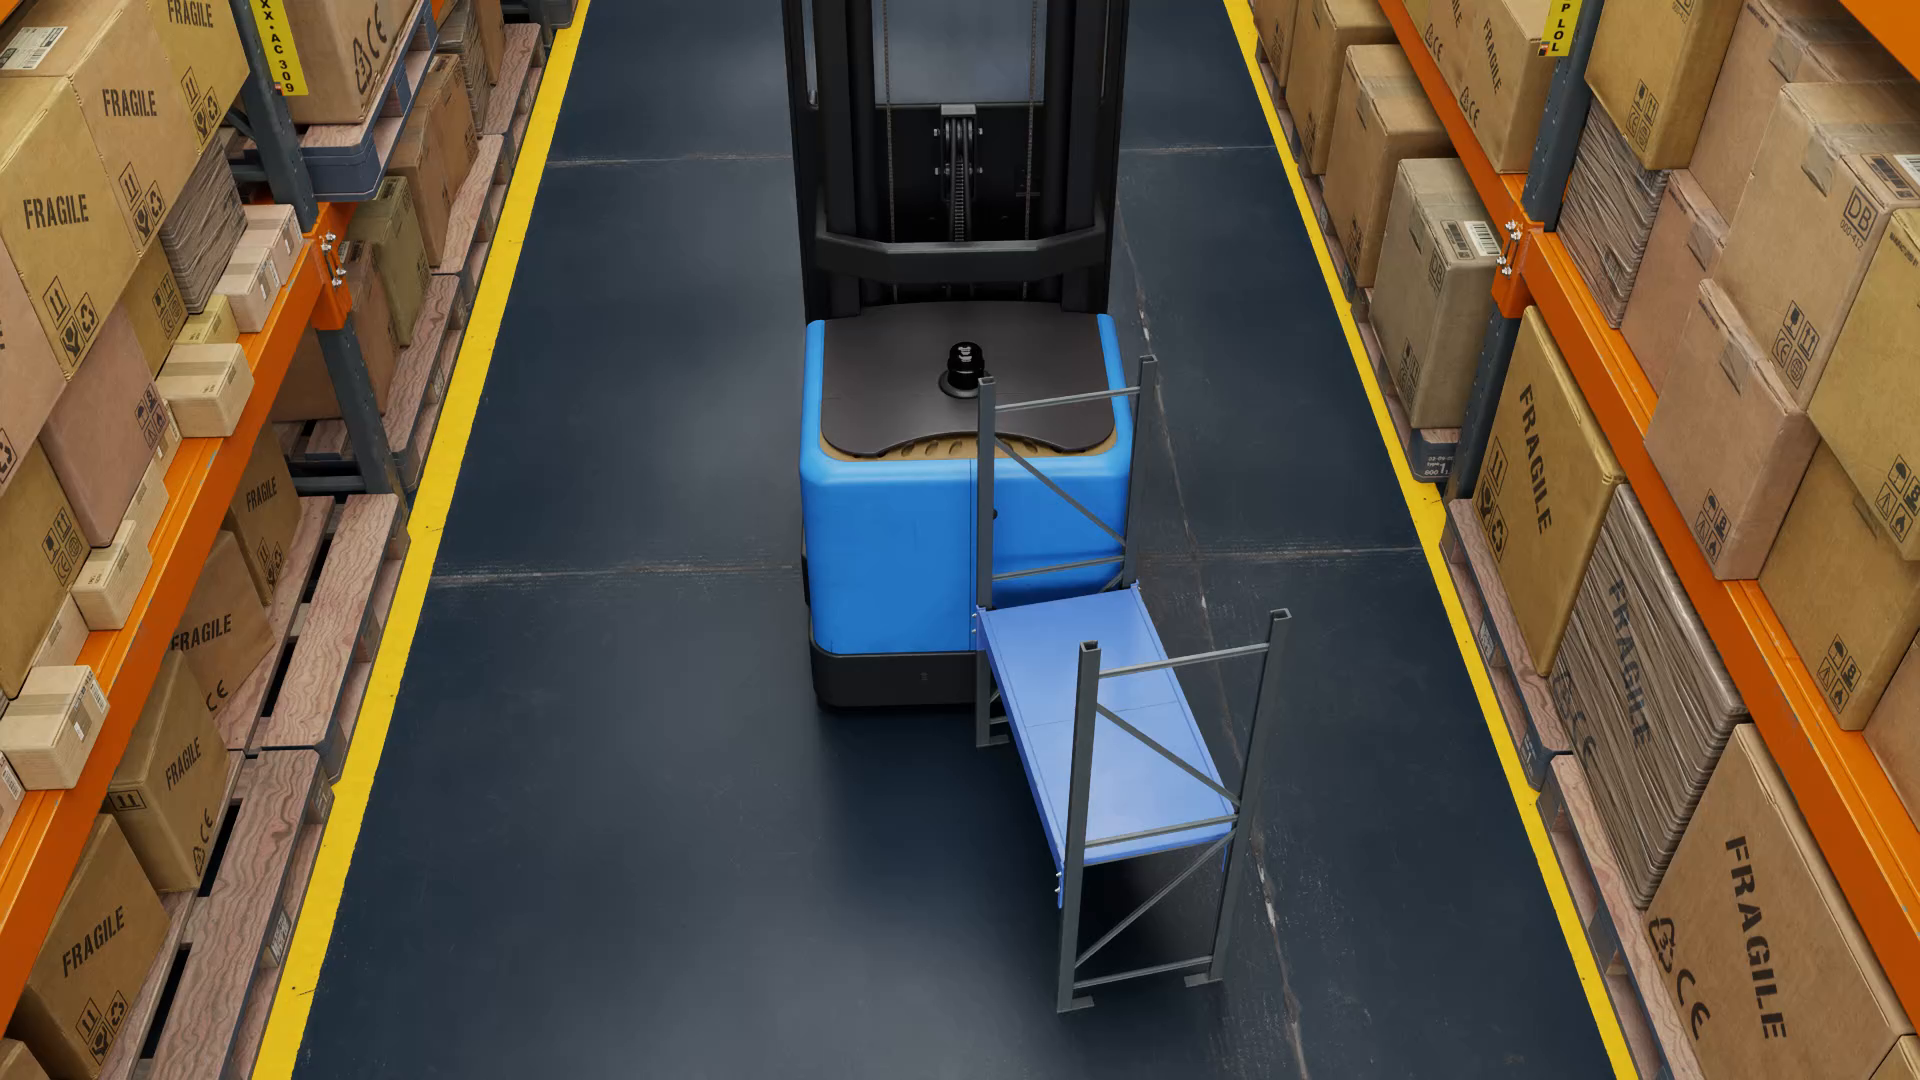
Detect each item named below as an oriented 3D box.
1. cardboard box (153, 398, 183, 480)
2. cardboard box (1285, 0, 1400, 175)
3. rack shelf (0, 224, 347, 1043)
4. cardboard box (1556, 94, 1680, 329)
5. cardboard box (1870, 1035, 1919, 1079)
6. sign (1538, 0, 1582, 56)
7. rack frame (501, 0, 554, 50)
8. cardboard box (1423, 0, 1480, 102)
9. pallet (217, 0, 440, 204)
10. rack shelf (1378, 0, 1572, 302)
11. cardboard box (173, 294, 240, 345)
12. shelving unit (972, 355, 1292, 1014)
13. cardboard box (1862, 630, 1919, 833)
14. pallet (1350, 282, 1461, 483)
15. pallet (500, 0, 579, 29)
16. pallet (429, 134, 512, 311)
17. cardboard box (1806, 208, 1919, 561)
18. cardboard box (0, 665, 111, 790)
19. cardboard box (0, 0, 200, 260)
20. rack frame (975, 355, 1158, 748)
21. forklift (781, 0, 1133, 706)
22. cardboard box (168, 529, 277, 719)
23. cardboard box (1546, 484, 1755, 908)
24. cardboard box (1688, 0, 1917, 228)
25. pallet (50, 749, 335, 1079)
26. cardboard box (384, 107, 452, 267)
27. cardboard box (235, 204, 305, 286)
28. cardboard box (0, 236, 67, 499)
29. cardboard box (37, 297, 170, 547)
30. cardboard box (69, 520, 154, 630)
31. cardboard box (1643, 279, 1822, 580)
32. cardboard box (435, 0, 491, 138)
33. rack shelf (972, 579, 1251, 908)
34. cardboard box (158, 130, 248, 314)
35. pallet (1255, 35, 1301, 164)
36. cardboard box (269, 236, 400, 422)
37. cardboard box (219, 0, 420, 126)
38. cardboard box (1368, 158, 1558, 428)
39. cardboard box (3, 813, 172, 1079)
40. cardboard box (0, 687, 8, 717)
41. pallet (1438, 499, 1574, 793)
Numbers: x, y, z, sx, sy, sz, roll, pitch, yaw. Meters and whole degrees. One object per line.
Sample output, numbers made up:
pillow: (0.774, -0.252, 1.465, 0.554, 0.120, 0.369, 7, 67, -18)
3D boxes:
cardboard box: (-2.345, -0.246, 4.484, 0.380, 0.149, 0.250, -2, 43, -2)
cardboard box: (2.166, -2.249, 7.838, 1.050, 0.750, 0.750, -1, 43, -1)
rack shelf: (-2.516, 0.463, 4.058, 1.077, 0.370, 4.000, -2, 43, -2)
cardboard box: (2.387, -1.033, 5.046, 0.875, 0.550, 0.550, -2, 43, -2)
cardboard box: (2.434, 1.646, 3.496, 0.875, 0.875, 0.875, -1, 43, -2)
sign: (1.817, -1.602, 4.980, 0.100, 0.325, 0.005, -2, 43, -2)
rack frame: (-2.771, -3.853, 8.234, 1.000, 3.000, 0.127, -2, 43, -2)
cardboard box: (2.048, -1.949, 6.083, 0.500, 0.500, 0.500, -2, 43, -2)
pallet: (-2.488, -1.602, 5.920, 1.003, 0.211, 1.213, -2, 43, -2)
rack shelf: (2.274, -2.312, 7.084, 1.077, 0.370, 4.000, -2, 43, -2)
cardboard box: (-2.346, -0.584, 4.853, 0.380, 0.149, 0.250, -2, 43, -2)
shelving unit: (0.407, 0.423, 4.679, 0.538, 1.500, 1.048, -9, 43, -9)
cardboard box: (2.524, 0.417, 3.464, 0.875, 0.550, 0.550, -2, 43, -2)
pallet: (2.251, -0.717, 6.877, 1.003, 0.211, 1.213, -2, 43, -2)
pallet: (-2.729, -3.359, 9.759, 1.003, 0.211, 1.213, -2, 43, -2)
pallet: (-2.690, -1.476, 7.704, 1.003, 0.211, 1.213, -2, 43, -2)
cardboard box: (2.396, -0.336, 3.486, 0.875, 0.550, 0.500, -2, 43, -2)
cardboard box: (-2.172, 0.426, 3.752, 0.380, 0.149, 0.250, -2, 43, -2)
cardboard box: (-2.284, -1.034, 4.124, 0.500, 0.500, 0.500, -2, 43, -2)
rack frame: (0.296, 0.088, 5.044, 0.500, 1.500, 0.032, -9, 43, -9)
forklift: (-0.024, -1.506, 5.724, 1.130, 2.935, 3.031, -1, 43, -2)
cardboard box: (-2.592, 0.272, 5.273, 0.500, 0.500, 0.500, 11, 44, 12)
cardboard box: (2.358, 0.437, 4.815, 0.875, 0.875, 0.875, -1, 43, -1)
cardboard box: (2.480, -1.062, 4.279, 0.875, 0.550, 0.550, -2, 43, -2)
pallet: (-2.482, 1.153, 4.835, 1.003, 0.211, 1.213, -2, 43, -2)
cardboard box: (-2.631, -1.509, 7.200, 0.700, 0.500, 0.500, -5, 43, -5)
cardboard box: (-2.298, -0.923, 5.223, 0.380, 0.149, 0.250, -2, 43, -2)
cardboard box: (-2.246, -0.359, 3.388, 0.500, 0.500, 0.500, -2, 43, -2)
cardboard box: (-2.535, -0.320, 4.085, 0.875, 0.500, 0.500, -2, 43, -2)
cardboard box: (-2.249, 0.090, 4.118, 0.380, 0.149, 0.250, -2, 43, -2)
cardboard box: (2.338, -0.295, 4.241, 0.875, 0.550, 0.550, -2, 43, -2)
cardboard box: (-2.686, -2.268, 8.029, 0.700, 0.500, 0.500, -5, 43, -5)
rack shelf: (0.407, 0.556, 4.800, 0.538, 0.185, 1.000, -9, 43, -9)
cardboard box: (-2.643, -0.994, 4.820, 0.875, 0.500, 0.500, -2, 43, -2)
pallet: (2.147, -2.365, 8.674, 1.003, 0.211, 1.213, -2, 43, -2)
cardboard box: (-2.605, -0.808, 6.436, 0.700, 0.500, 0.500, -5, 43, -5)
cardboard box: (-2.495, -2.069, 5.532, 1.000, 1.000, 1.000, -1, 43, -2)
cardboard box: (2.243, -0.969, 6.441, 1.050, 0.750, 0.750, -2, 43, -2)
cardboard box: (-2.508, 1.067, 4.406, 0.500, 0.500, 0.500, 2, 43, 2)
cardboard box: (-2.546, 0.356, 3.347, 0.875, 0.500, 0.500, -2, 43, -2)
pallet: (2.313, 0.317, 5.748, 1.003, 0.211, 1.213, -2, 43, -2)
